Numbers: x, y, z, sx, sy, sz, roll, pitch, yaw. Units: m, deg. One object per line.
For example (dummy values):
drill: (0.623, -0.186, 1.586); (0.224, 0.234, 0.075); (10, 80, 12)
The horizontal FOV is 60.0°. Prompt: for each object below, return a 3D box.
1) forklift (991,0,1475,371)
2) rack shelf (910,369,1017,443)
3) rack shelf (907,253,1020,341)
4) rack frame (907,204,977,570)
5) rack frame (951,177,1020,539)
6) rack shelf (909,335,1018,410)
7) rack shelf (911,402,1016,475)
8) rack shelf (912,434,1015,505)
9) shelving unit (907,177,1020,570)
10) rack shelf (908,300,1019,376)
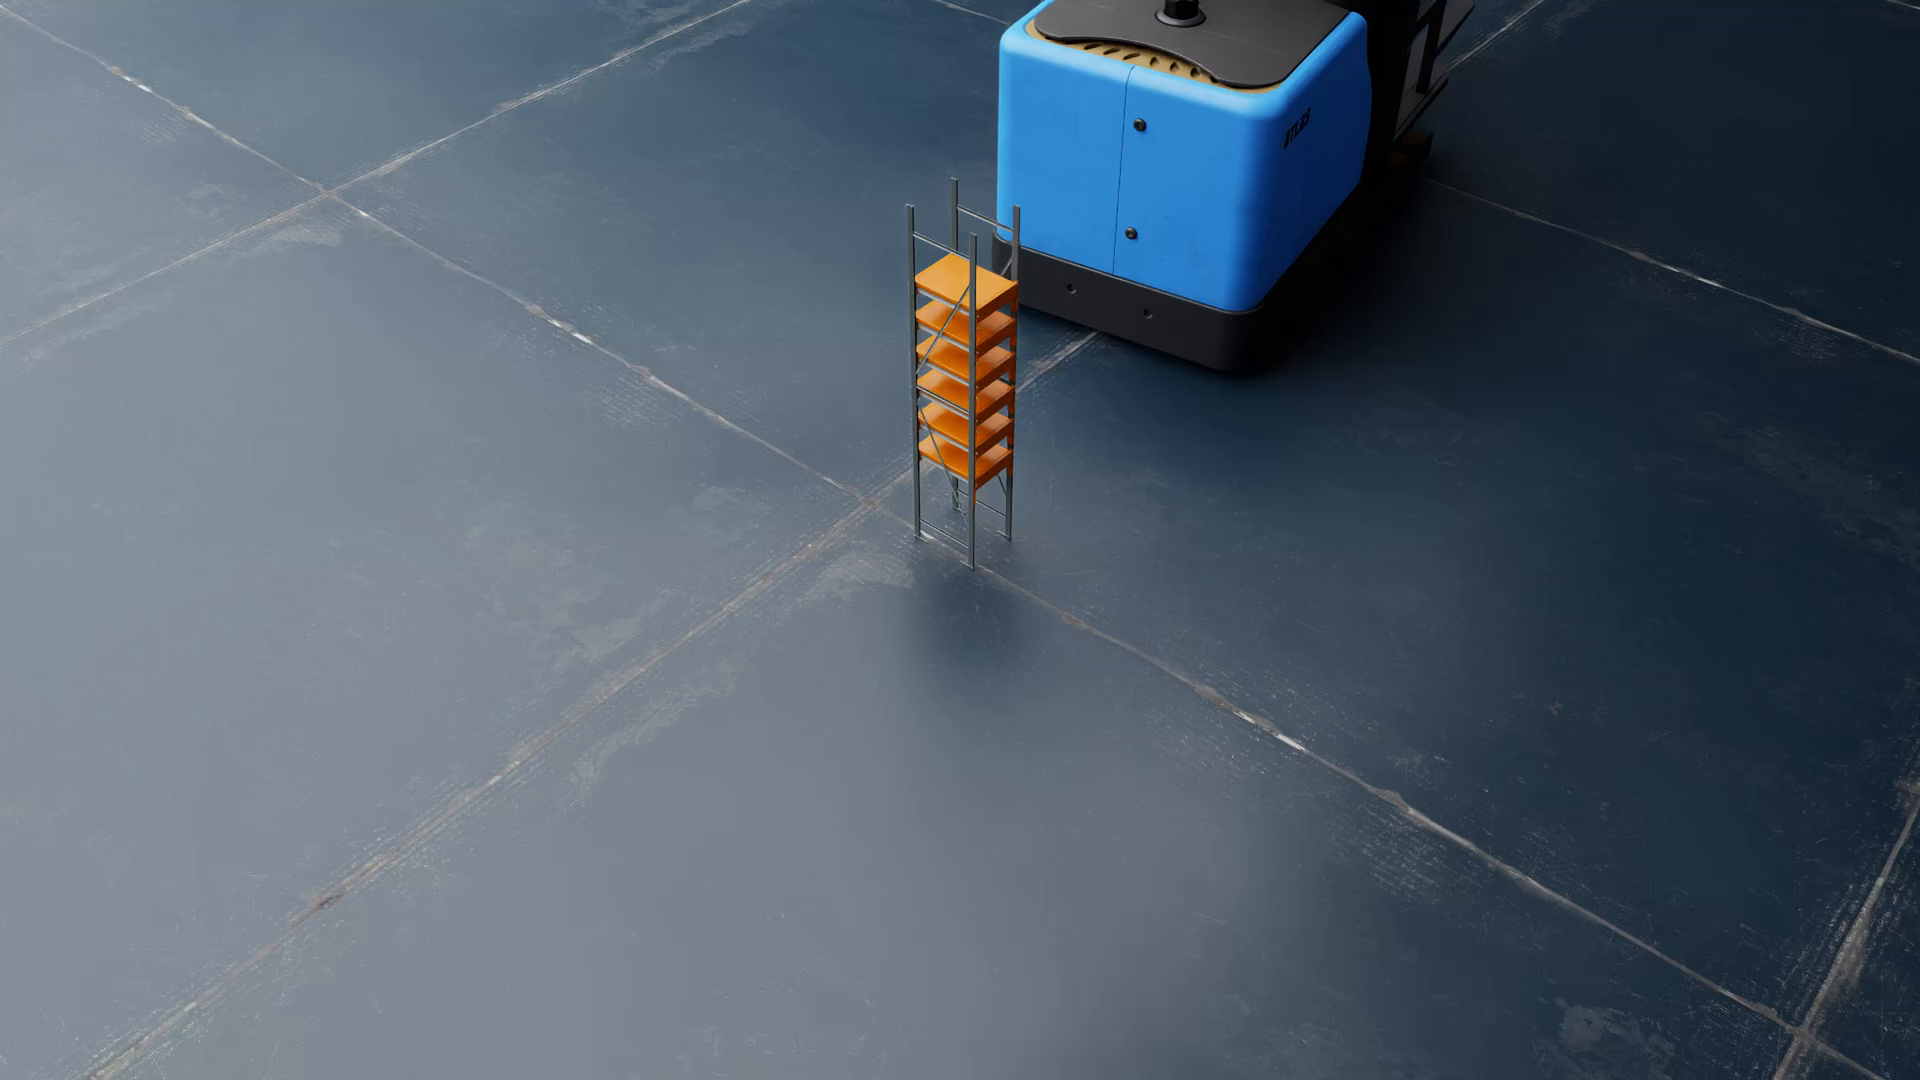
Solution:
forklift: (1.304, -2.647, 5.983); (1.130, 2.935, 3.031); (22, 47, 22)
rack shelf: (0.009, -0.419, 4.884); (0.258, 0.103, 0.180); (29, 50, 28)
rack shelf: (0.009, -0.685, 4.642); (0.258, 0.103, 0.180); (29, 50, 28)
rack frame: (-0.050, -0.404, 4.803); (0.240, 1.200, 0.006); (29, 50, 28)
rack frame: (0.068, -0.498, 4.906); (0.240, 1.200, 0.006); (29, 50, 28)
rack shelf: (0.009, -0.507, 4.804); (0.258, 0.103, 0.180); (29, 50, 28)
rack shelf: (0.009, -0.330, 4.965); (0.258, 0.103, 0.180); (29, 50, 28)
rack shelf: (0.009, -0.241, 5.046); (0.258, 0.103, 0.180); (29, 50, 28)
shelving unit: (0.009, -0.451, 4.855); (0.258, 1.200, 0.189); (29, 50, 28)
rack shelf: (0.009, -0.596, 4.723); (0.258, 0.103, 0.180); (29, 50, 28)
